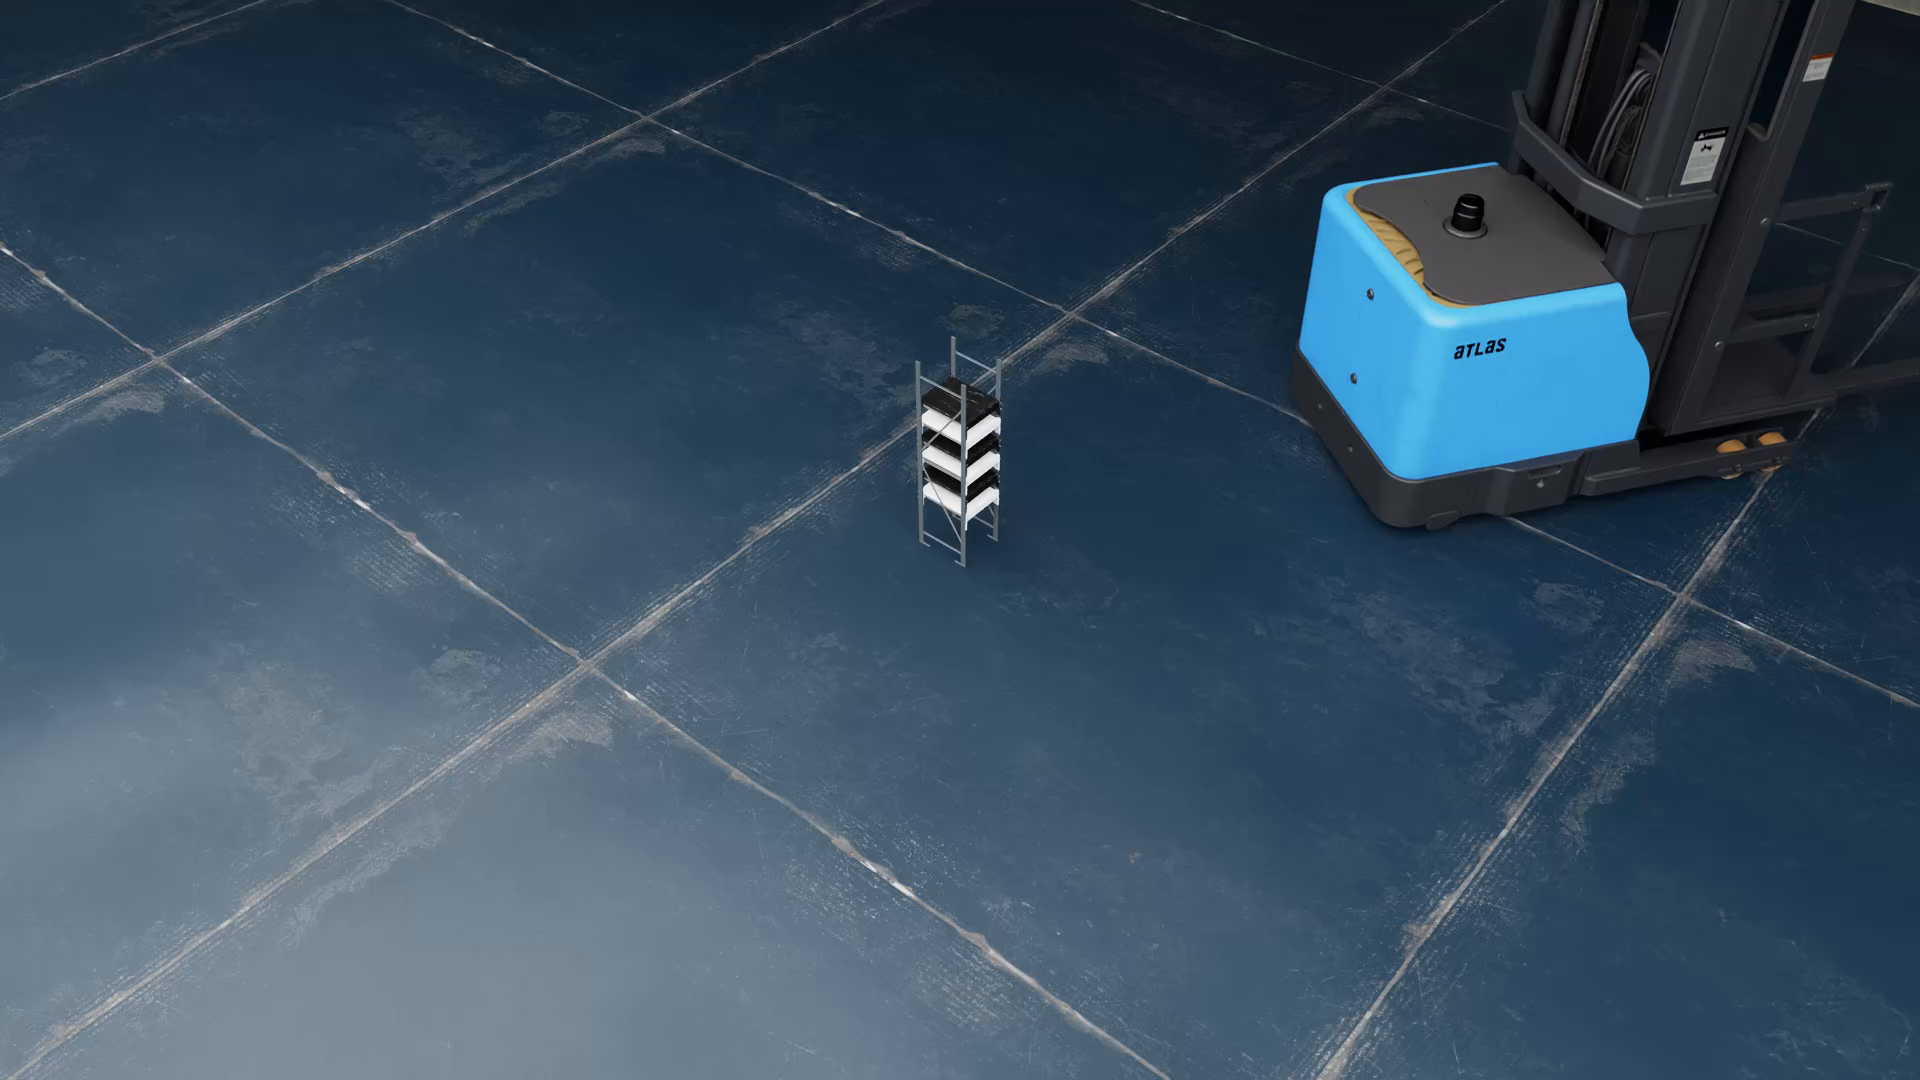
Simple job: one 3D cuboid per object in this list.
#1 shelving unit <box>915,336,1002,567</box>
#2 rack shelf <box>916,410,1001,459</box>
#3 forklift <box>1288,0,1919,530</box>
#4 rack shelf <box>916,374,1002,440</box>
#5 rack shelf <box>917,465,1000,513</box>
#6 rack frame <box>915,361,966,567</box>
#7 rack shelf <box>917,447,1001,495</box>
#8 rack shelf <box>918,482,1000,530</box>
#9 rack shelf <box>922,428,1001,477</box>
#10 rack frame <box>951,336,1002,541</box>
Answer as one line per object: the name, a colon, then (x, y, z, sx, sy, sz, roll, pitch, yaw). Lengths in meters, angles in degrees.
shelving unit: (-0.005, -0.329, 6.443, 0.258, 0.900, 0.210, 29, 50, 28)
rack shelf: (-0.005, -0.437, 6.344, 0.258, 0.077, 0.200, 29, 50, 28)
forklift: (3.031, -1.675, 6.414, 3.031, 2.935, 1.130, -11, 43, -11)
rack shelf: (-0.005, -0.504, 6.283, 0.258, 0.077, 0.200, 29, 50, 28)
rack shelf: (-0.005, -0.238, 6.526, 0.258, 0.077, 0.200, 29, 50, 28)
rack frame: (-0.071, -0.276, 6.385, 0.240, 0.900, 0.006, 29, 50, 28)
rack shelf: (-0.005, -0.304, 6.465, 0.258, 0.077, 0.200, 29, 50, 28)
rack shelf: (-0.005, -0.171, 6.586, 0.258, 0.077, 0.200, 29, 50, 28)
rack shelf: (-0.005, -0.371, 6.405, 0.258, 0.077, 0.200, 29, 50, 28)
rack frame: (0.060, -0.381, 6.500, 0.240, 0.900, 0.006, 29, 50, 28)
